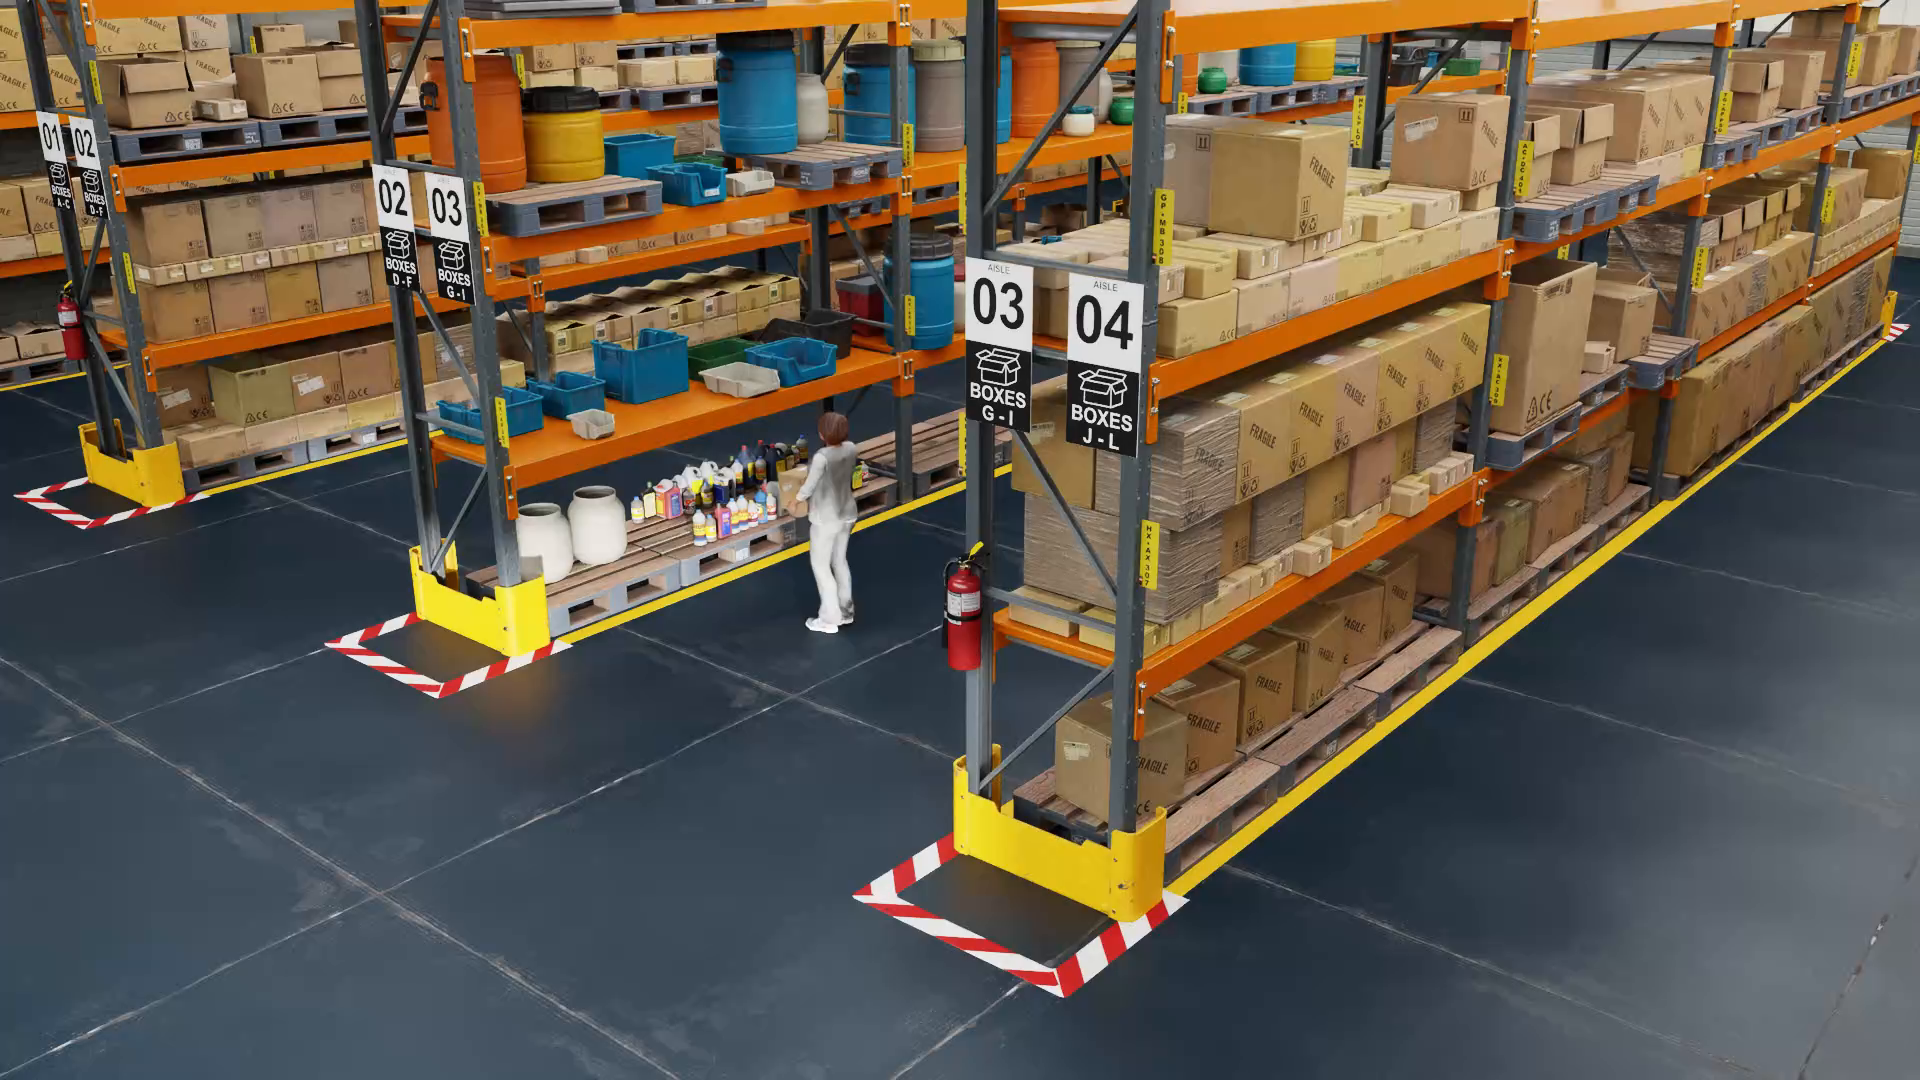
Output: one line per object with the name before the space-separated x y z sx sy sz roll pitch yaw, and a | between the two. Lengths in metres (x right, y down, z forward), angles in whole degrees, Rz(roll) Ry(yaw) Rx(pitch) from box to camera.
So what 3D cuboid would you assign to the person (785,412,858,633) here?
person | -0.943 -0.150 11.502 0.492 1.589 0.405 16 26 37
